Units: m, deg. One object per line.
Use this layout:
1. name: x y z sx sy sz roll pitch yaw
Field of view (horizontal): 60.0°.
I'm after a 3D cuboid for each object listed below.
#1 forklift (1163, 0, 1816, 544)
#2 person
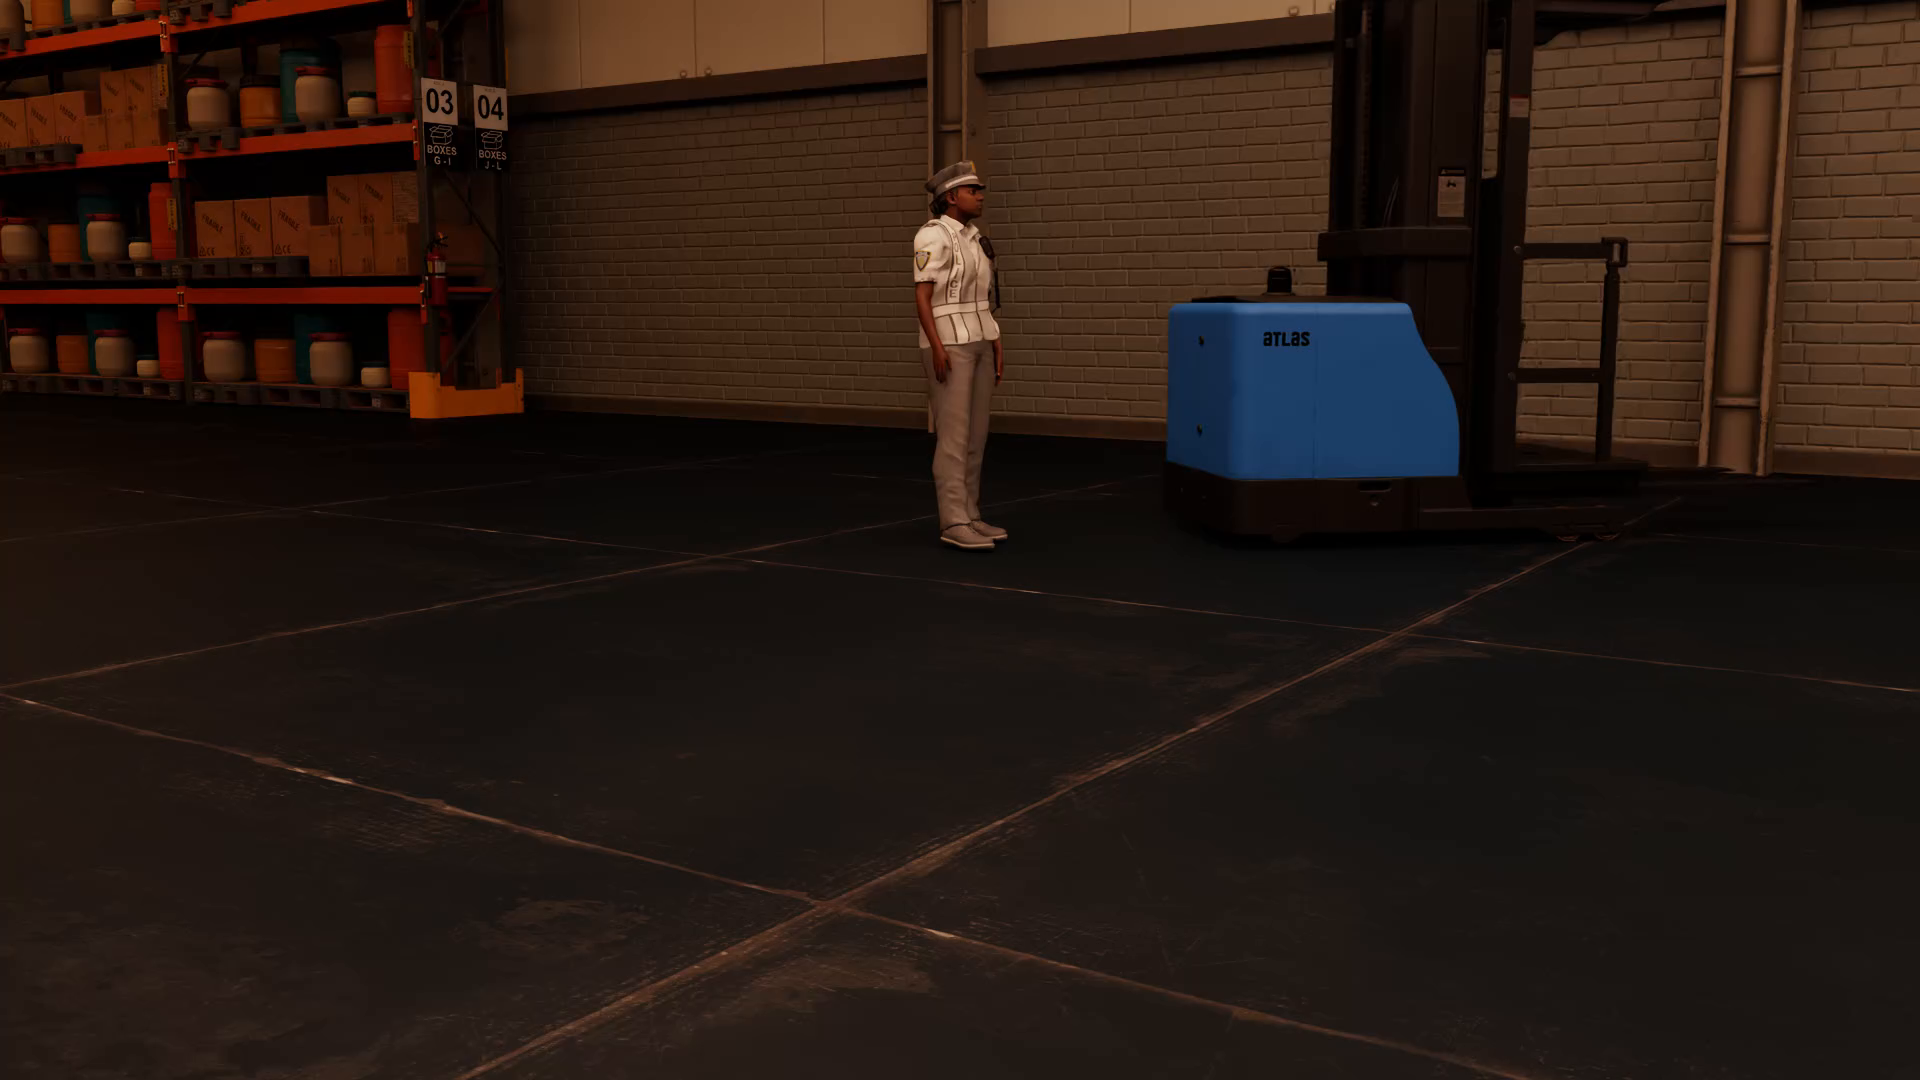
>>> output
1. forklift: 2.564 -1.513 7.835 3.031 2.935 1.130 -2 8 -11
2. person: 0.052 -0.837 7.426 0.528 1.695 0.570 5 10 34
